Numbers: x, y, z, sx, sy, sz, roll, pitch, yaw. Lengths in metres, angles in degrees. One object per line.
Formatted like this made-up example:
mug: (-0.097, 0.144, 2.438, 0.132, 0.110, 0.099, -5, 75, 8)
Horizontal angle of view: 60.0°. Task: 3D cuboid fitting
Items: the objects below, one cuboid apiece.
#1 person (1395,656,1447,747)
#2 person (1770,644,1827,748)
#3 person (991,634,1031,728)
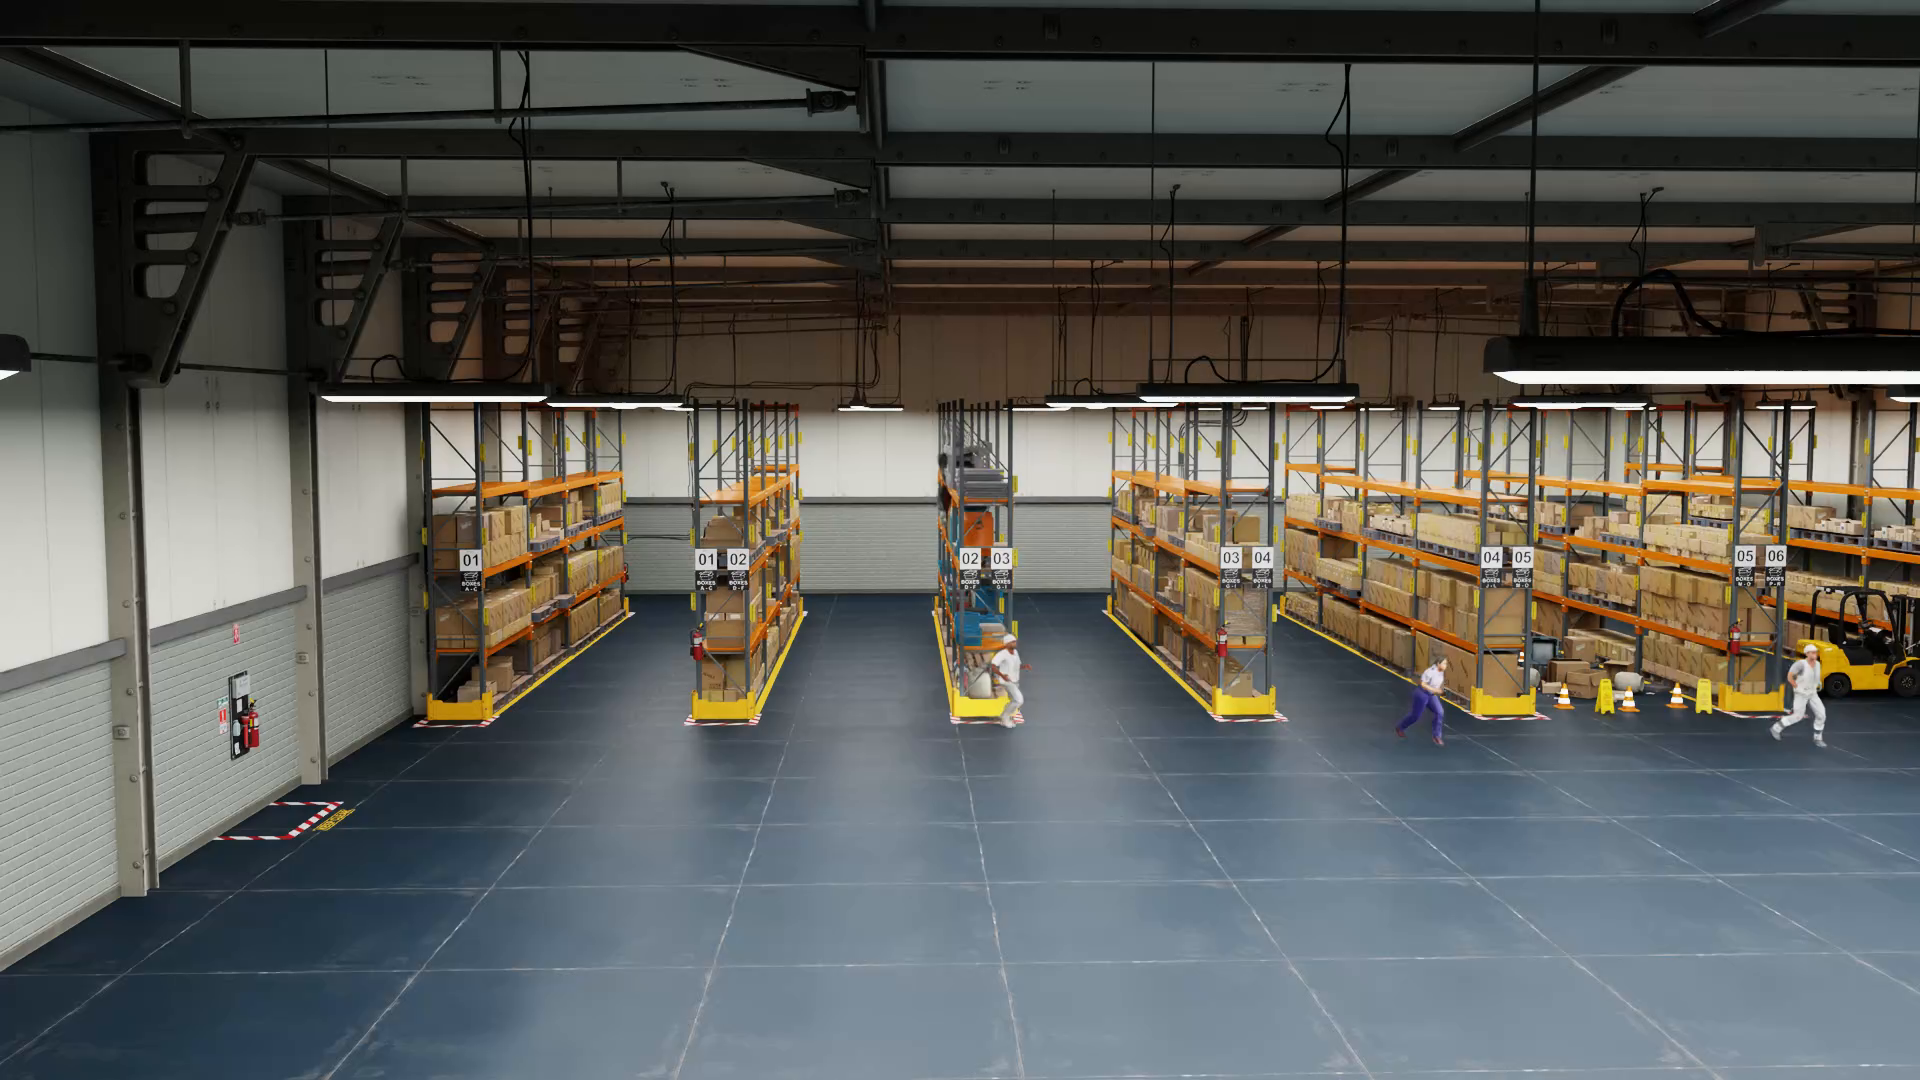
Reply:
person: (8.029, 2.776, 28.926, 0.960, 1.613, 0.649, 4, 6, 44)
person: (14.585, 2.683, 28.748, 0.885, 1.778, 0.732, -2, 5, -23)
person: (0.939, 2.571, 30.157, 0.632, 1.729, 0.707, 2, 5, 25)
